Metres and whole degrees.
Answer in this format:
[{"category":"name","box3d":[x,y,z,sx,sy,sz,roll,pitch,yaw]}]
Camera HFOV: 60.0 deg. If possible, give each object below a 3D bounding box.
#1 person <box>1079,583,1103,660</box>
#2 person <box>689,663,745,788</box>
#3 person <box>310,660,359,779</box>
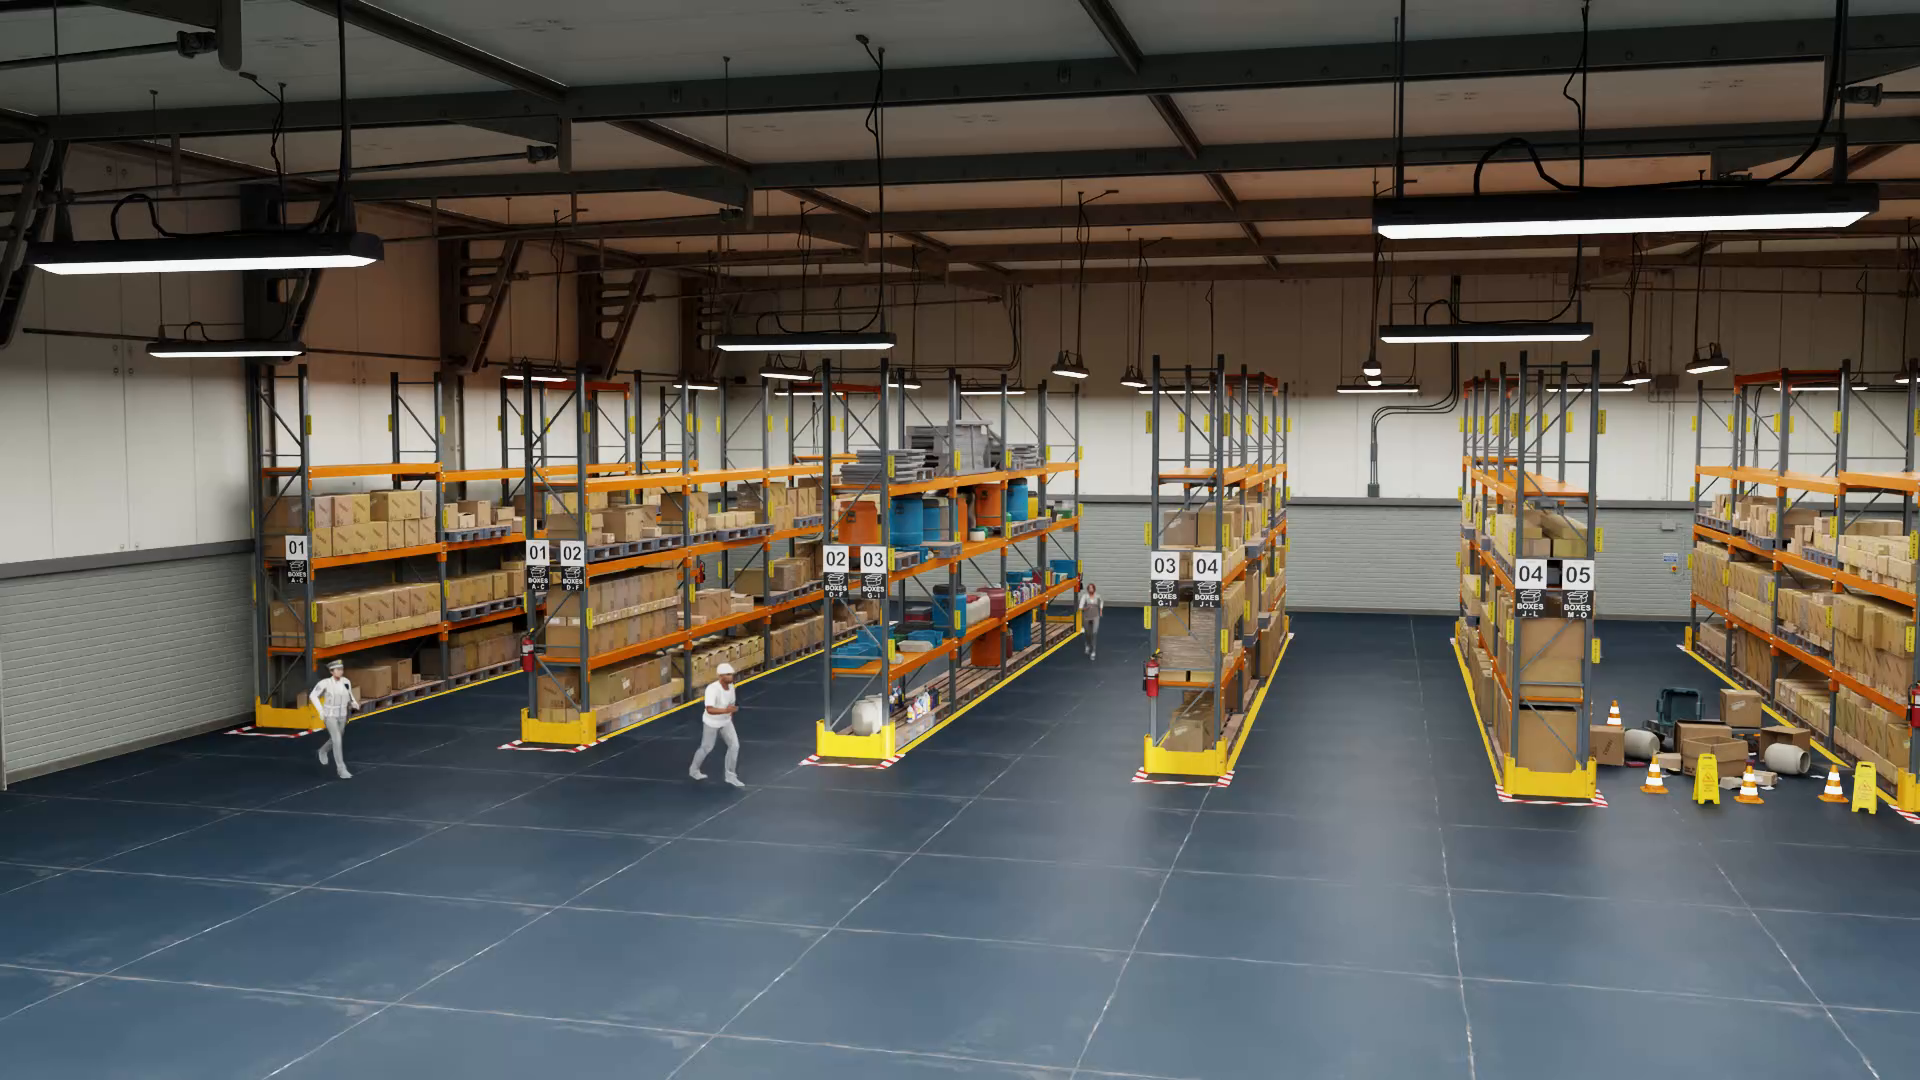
[{"category":"person","box3d":[2.811,1.717,35.692,0.533,1.609,0.861,0,4,1]},{"category":"person","box3d":[-3.355,2.551,23.040,0.982,1.735,0.714,3,5,37]},{"category":"person","box3d":[-8.976,2.529,23.800,0.885,1.681,0.592,3,5,37]}]
